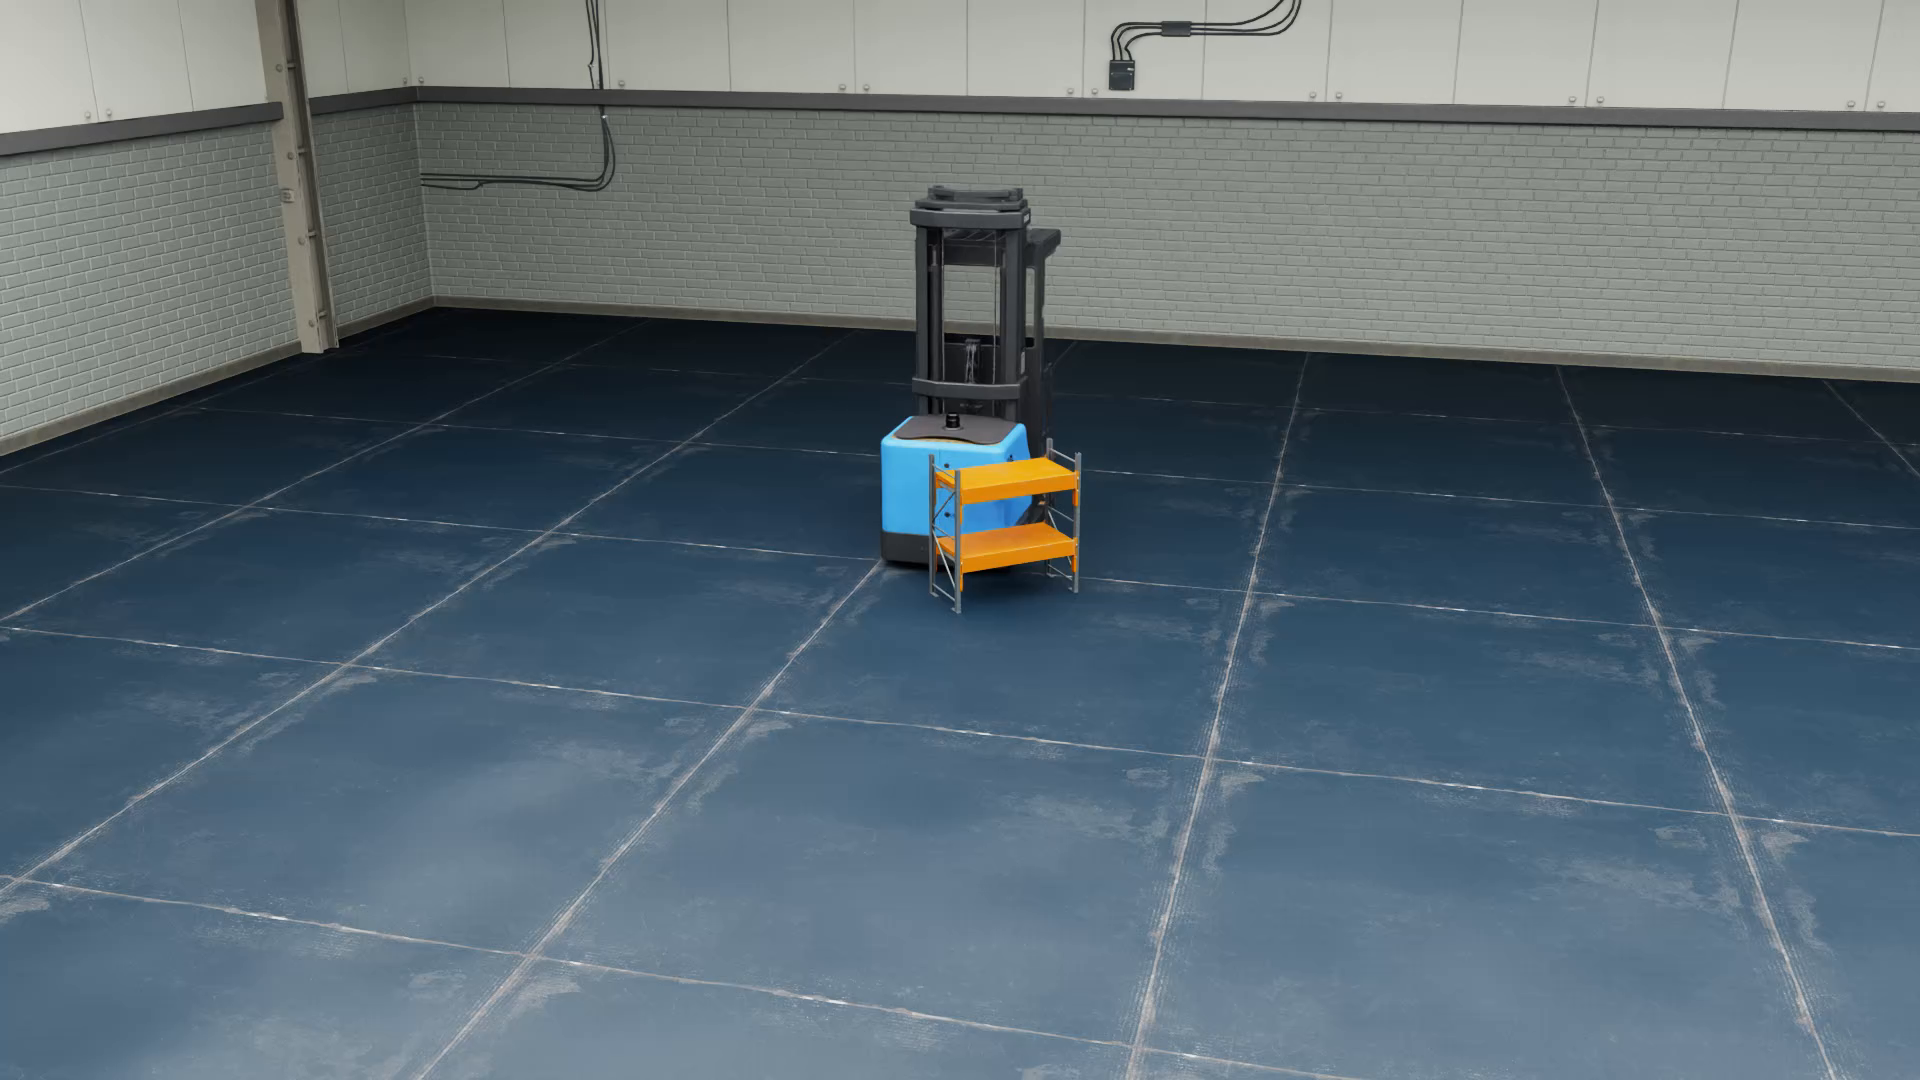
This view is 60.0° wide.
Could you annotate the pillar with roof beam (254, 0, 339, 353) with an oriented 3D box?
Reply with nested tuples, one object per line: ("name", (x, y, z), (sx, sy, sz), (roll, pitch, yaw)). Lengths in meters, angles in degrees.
("pillar with roof beam", (-4.048, -6.366, 18.904), (9.100, 9.000, 0.400), (5, 19, 13))

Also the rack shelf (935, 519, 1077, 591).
("rack shelf", (0.342, 0.110, 12.882), (1.000, 0.278, 0.538), (-9, 21, -24))

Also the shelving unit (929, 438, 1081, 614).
("shelving unit", (0.342, -0.122, 12.803), (1.048, 1.125, 0.538), (-9, 21, -24))

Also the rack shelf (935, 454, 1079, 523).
("rack shelf", (0.342, -0.399, 12.709), (1.000, 0.278, 0.538), (-9, 21, -24))

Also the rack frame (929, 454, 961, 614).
("rack frame", (-0.116, -0.050, 12.595), (0.032, 1.125, 0.500), (-9, 21, -24))

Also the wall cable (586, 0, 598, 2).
("wall cable", (-3.597, -8.232, 21.357), (3.097, 2.526, 0.112), (5, 19, 13))

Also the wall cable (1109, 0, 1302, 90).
("wall cable", (2.982, -8.380, 19.537), (2.305, 6.003, 0.169), (5, 19, 13))

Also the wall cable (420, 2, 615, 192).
("wall cable", (-6.220, -6.056, 22.799), (3.097, 2.526, 0.112), (5, 19, 13))

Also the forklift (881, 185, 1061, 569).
("forklift", (0.234, -1.592, 14.314), (1.130, 2.935, 3.031), (5, 19, 14))

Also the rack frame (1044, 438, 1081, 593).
("rack frame", (0.800, -0.193, 13.012), (0.032, 1.125, 0.500), (-9, 21, -24))
